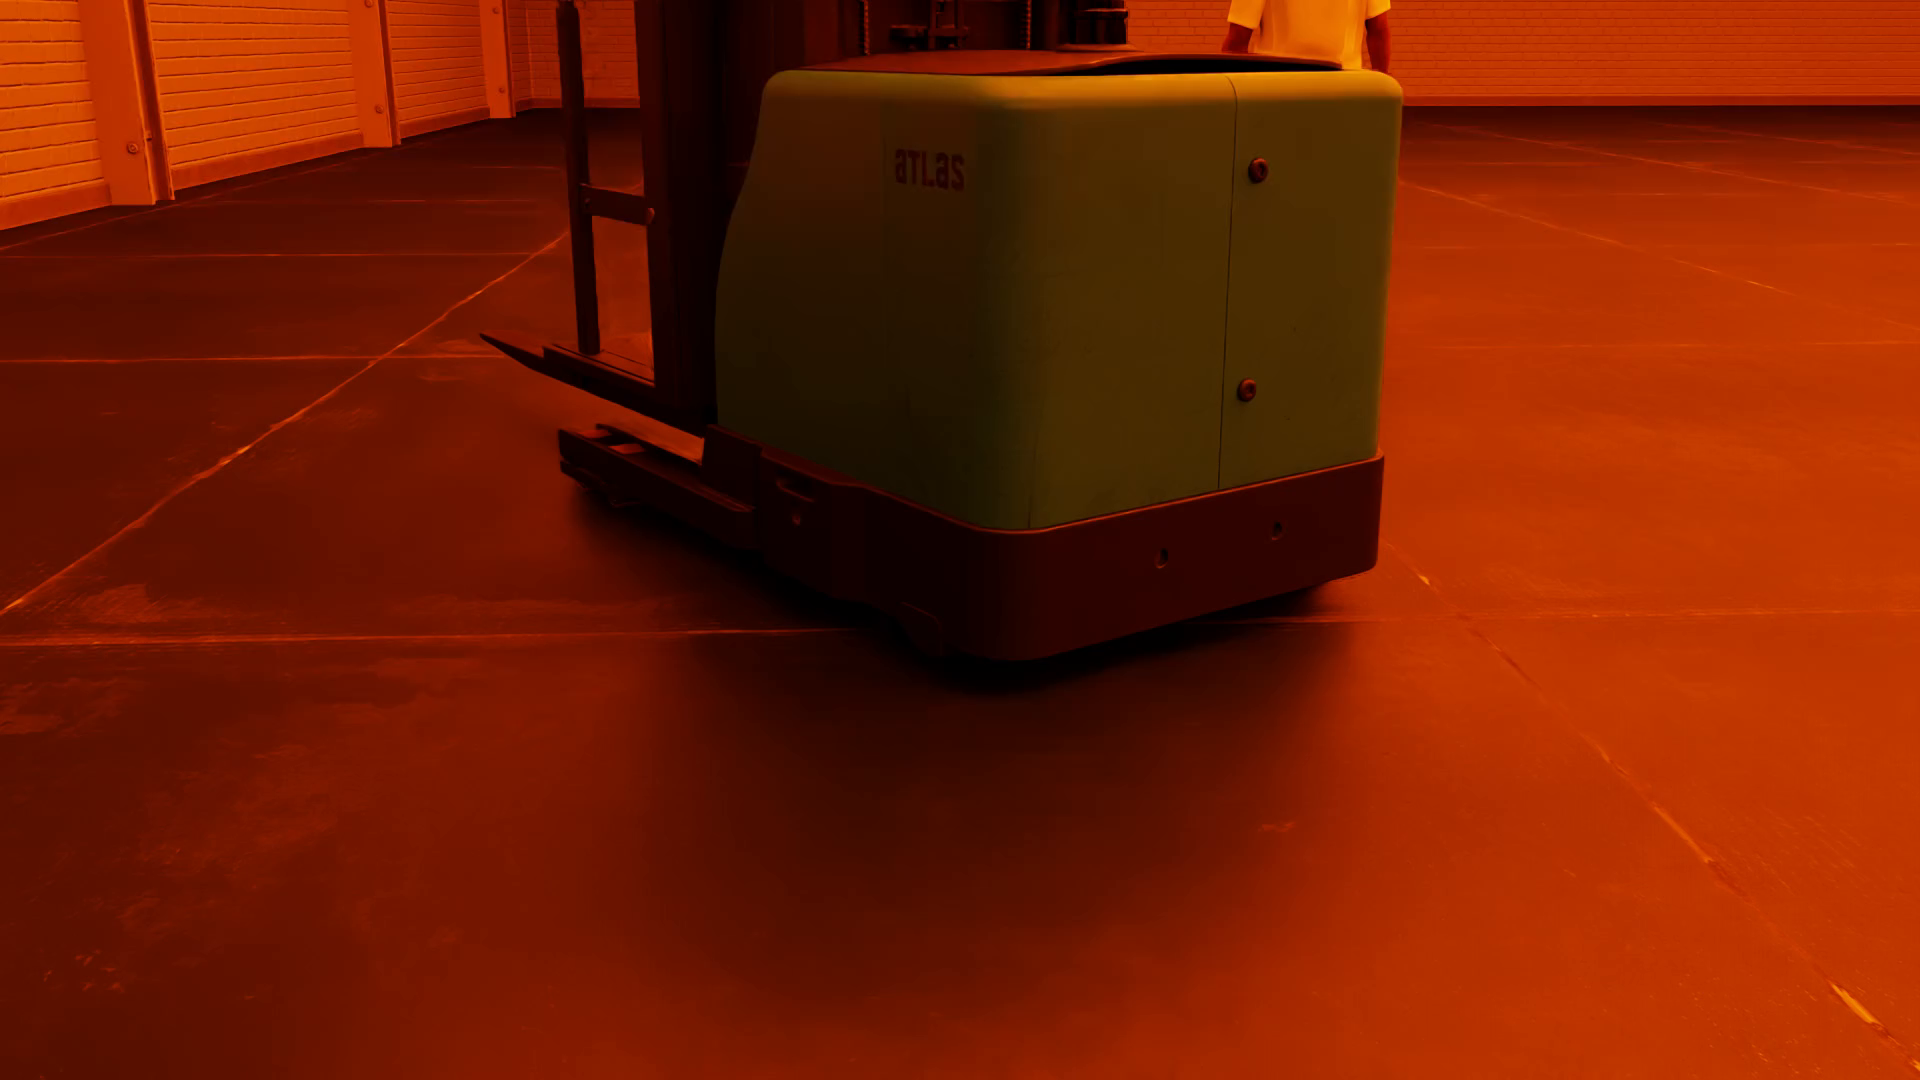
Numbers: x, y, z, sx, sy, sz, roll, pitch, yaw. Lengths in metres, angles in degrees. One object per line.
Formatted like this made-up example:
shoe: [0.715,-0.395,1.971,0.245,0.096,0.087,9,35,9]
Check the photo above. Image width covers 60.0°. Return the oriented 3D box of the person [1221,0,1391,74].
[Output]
person: [1.318,-1.720,6.495,0.665,1.767,0.576,-1,17,-2]

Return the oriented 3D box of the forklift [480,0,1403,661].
forklift: [-0.387,-1.553,3.985,1.130,2.935,3.031,-12,21,-34]
